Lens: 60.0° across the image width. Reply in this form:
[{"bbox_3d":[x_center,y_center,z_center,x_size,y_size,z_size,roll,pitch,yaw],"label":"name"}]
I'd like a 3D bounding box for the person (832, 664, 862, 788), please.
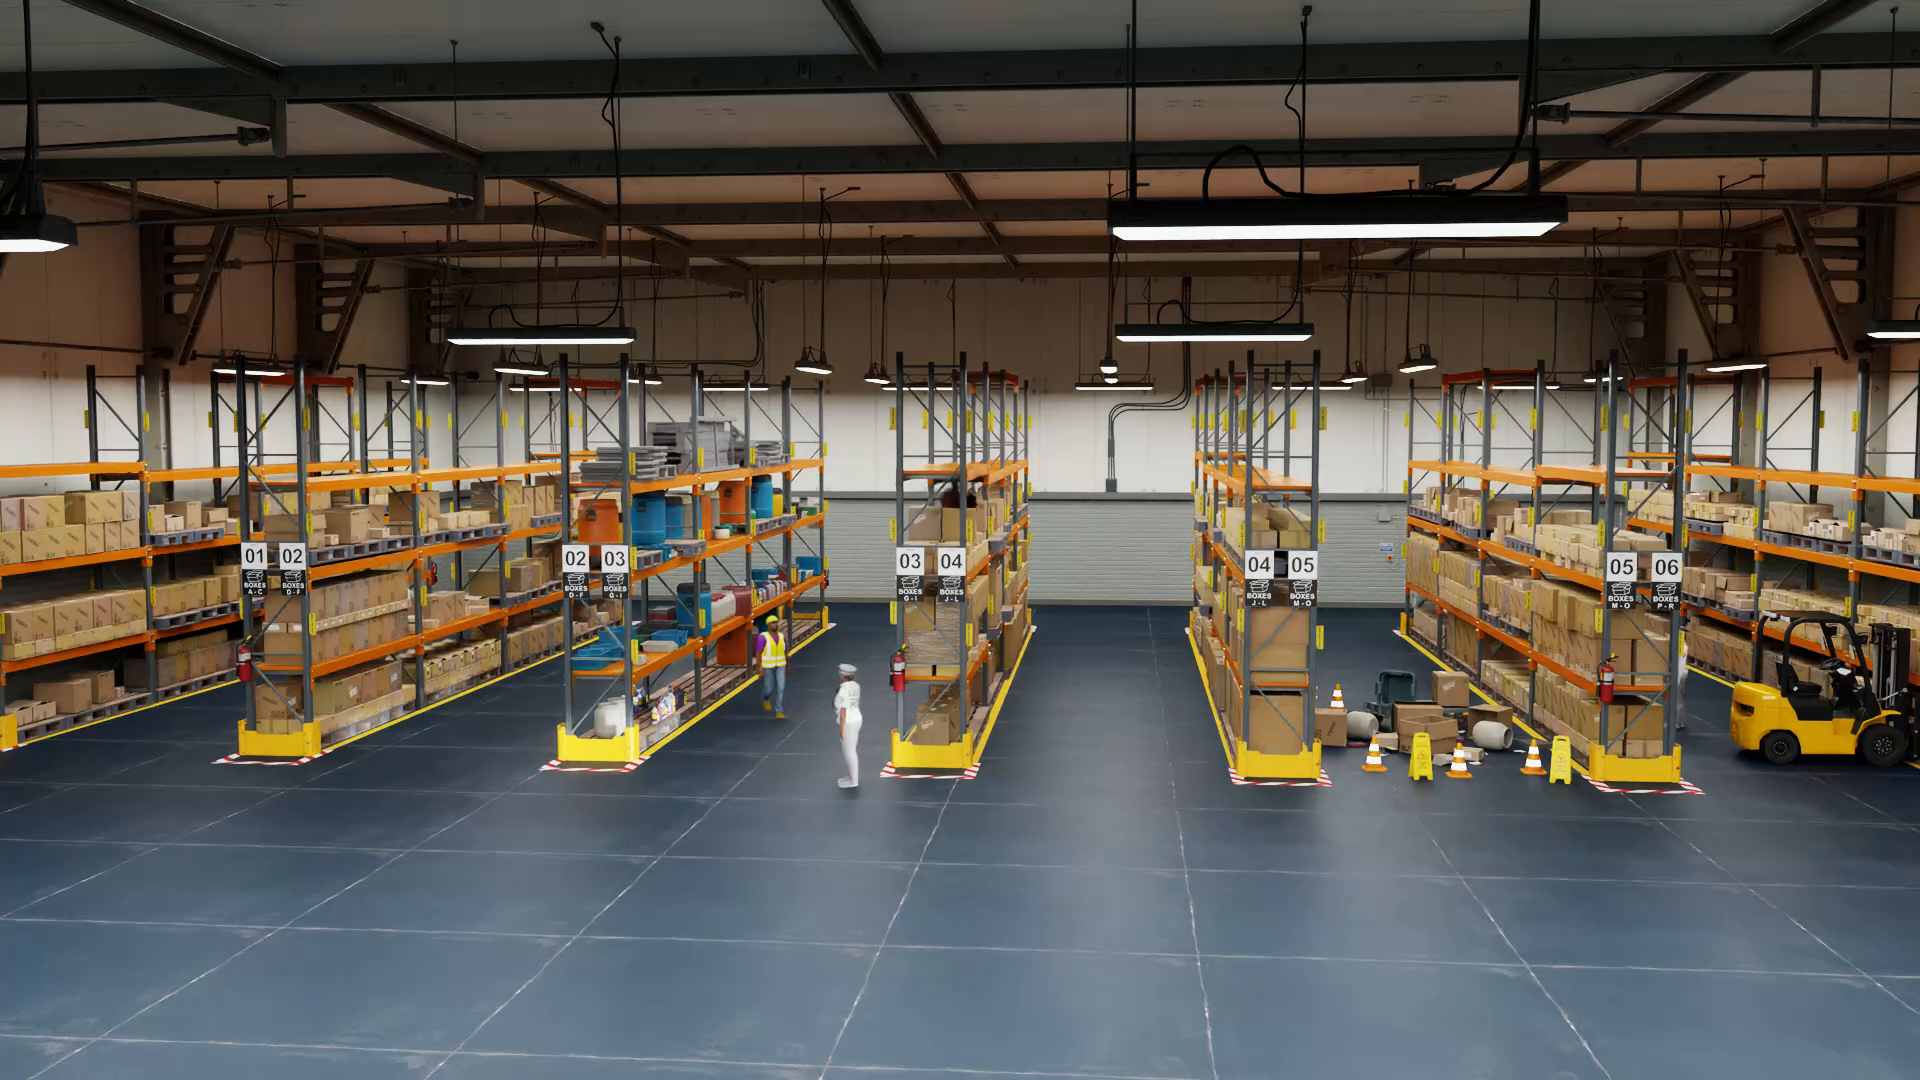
[{"bbox_3d":[-1.554,2.538,22.757,0.387,1.694,0.455,1,4,18],"label":"person"}]

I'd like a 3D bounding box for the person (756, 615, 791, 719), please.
[{"bbox_3d":[-3.162,2.134,28.135,0.618,1.730,0.734,-1,4,-20],"label":"person"}]

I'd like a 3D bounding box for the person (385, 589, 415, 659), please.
[{"bbox_3d":[-11.876,1.639,35.314,0.723,1.756,0.983,1,4,8],"label":"person"}]

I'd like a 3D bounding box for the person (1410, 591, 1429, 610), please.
[{"bbox_3d":[11.149,1.261,40.140,0.566,1.753,0.539,0,4,3],"label":"person"}]

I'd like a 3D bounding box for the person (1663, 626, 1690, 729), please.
[{"bbox_3d":[11.744,2.232,27.250,0.353,1.693,0.530,2,5,31],"label":"person"}]
